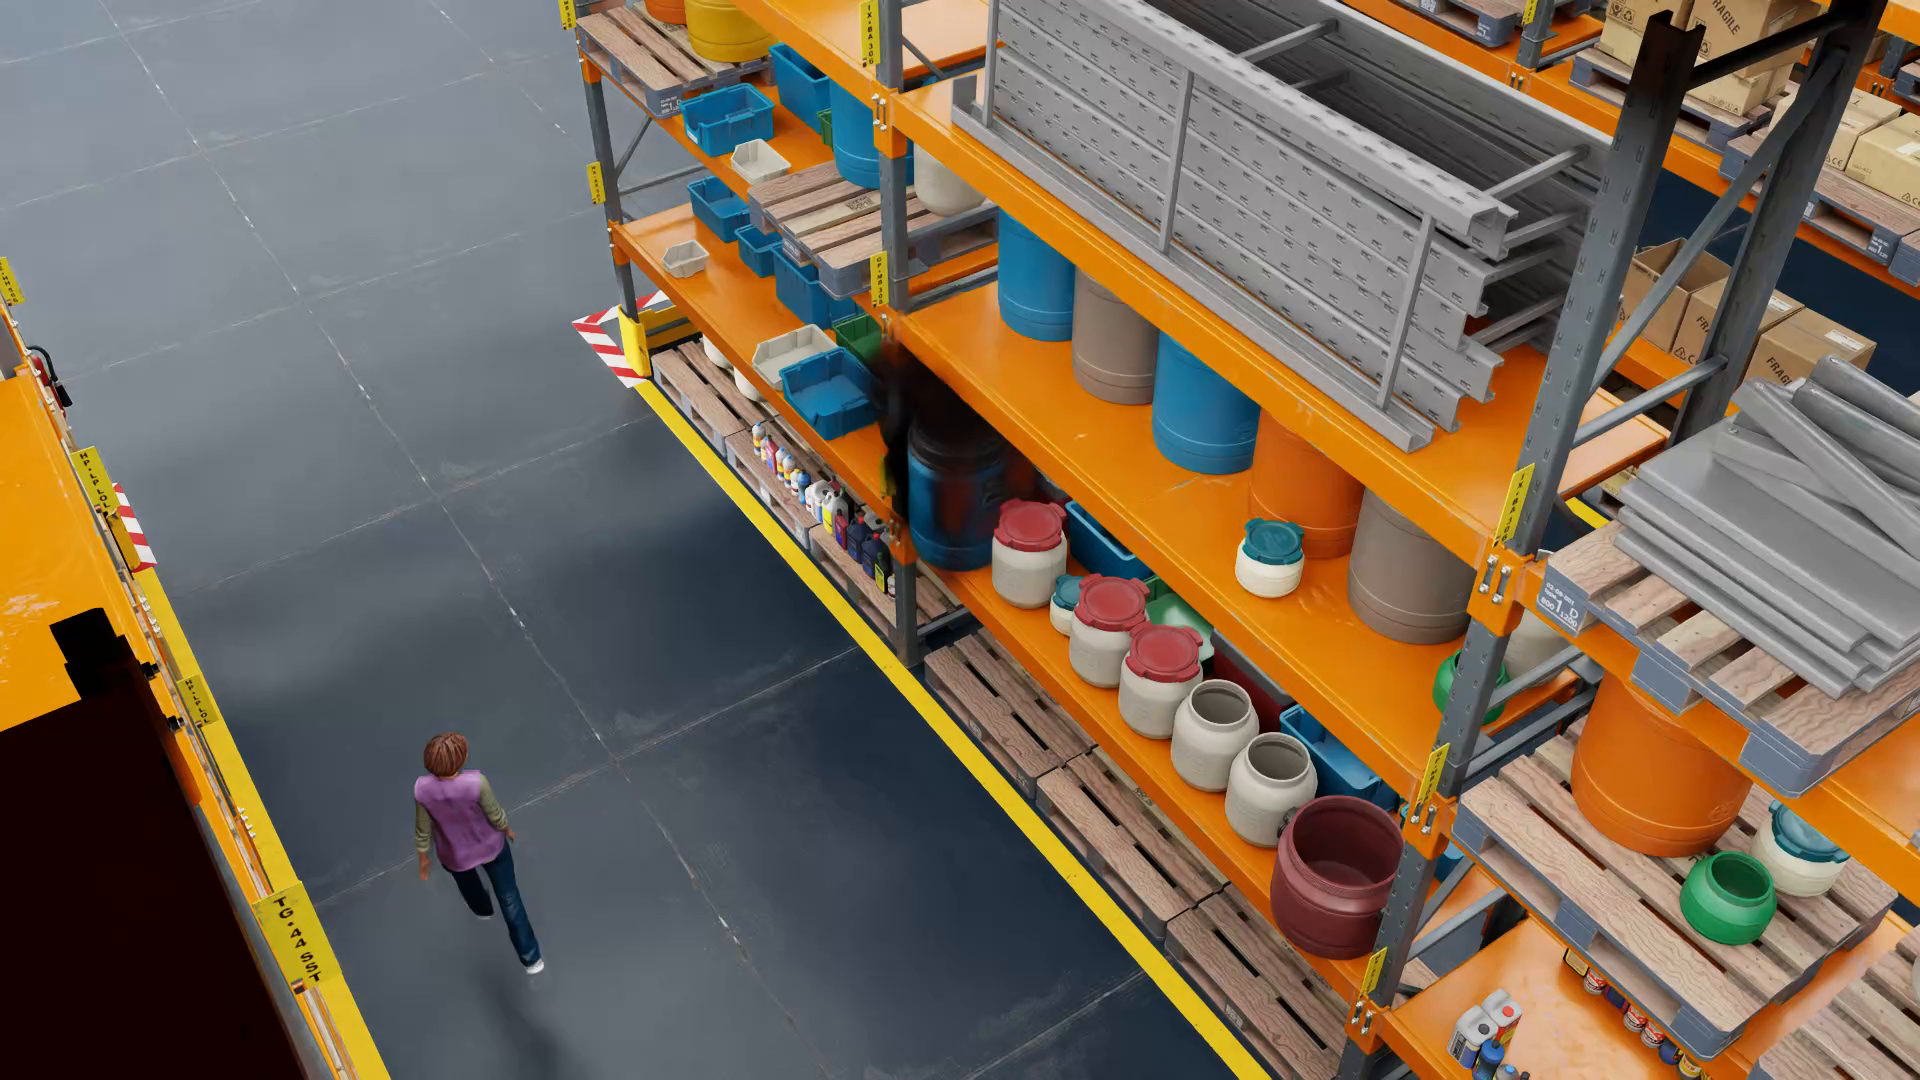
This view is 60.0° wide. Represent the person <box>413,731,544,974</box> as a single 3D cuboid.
[{"bbox_3d":[-2.507,1.581,8.459,0.498,1.564,0.794,-24,48,-24],"label":"person"}]
